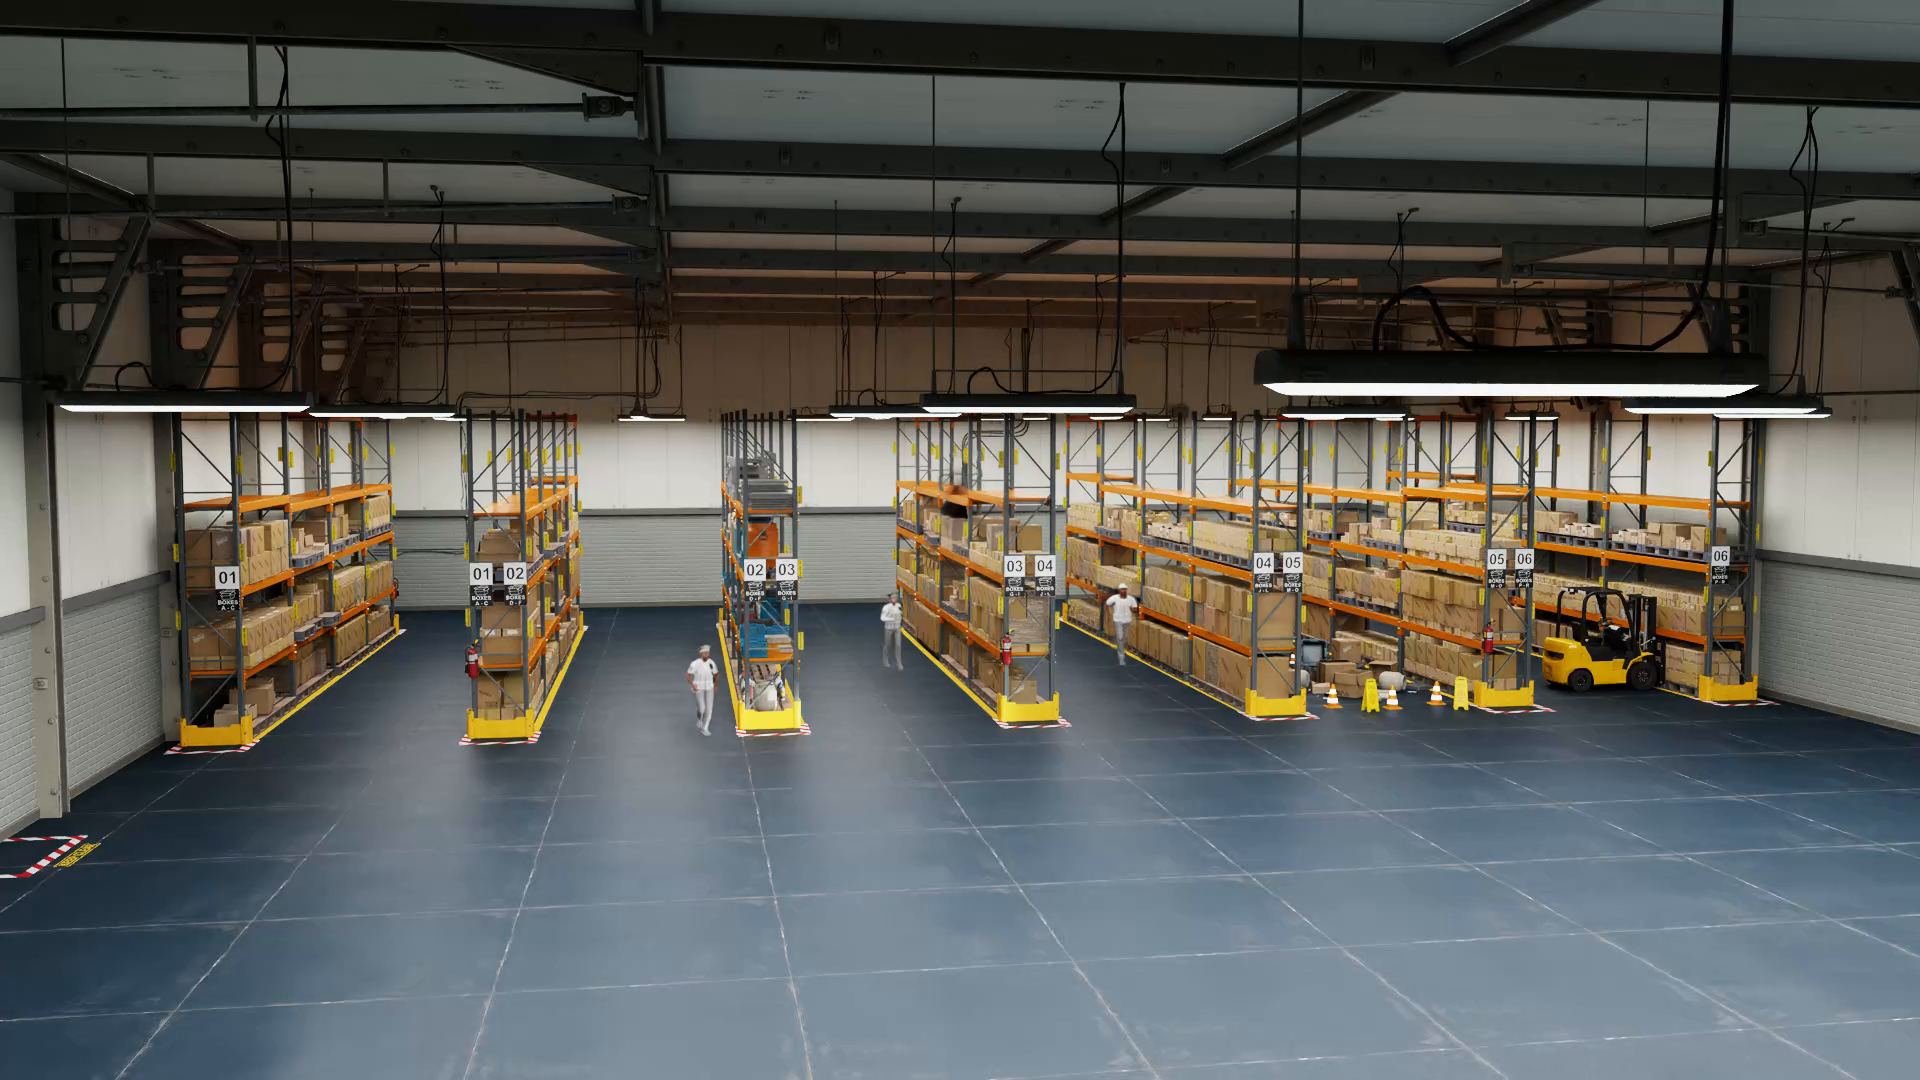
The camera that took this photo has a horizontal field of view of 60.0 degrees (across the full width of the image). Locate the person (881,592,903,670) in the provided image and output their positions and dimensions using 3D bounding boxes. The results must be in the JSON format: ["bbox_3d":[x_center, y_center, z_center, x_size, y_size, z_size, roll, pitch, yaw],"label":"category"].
[{"bbox_3d":[-1.499,1.995,36.980,0.574,1.717,0.834,-2,4,-21],"label":"person"}]

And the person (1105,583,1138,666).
[{"bbox_3d":[3.707,1.900,37.893,0.677,1.846,0.768,-1,4,-13],"label":"person"}]

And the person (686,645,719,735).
[{"bbox_3d":[-4.726,2.765,30.698,0.607,1.667,0.508,-2,4,-22],"label":"person"}]
